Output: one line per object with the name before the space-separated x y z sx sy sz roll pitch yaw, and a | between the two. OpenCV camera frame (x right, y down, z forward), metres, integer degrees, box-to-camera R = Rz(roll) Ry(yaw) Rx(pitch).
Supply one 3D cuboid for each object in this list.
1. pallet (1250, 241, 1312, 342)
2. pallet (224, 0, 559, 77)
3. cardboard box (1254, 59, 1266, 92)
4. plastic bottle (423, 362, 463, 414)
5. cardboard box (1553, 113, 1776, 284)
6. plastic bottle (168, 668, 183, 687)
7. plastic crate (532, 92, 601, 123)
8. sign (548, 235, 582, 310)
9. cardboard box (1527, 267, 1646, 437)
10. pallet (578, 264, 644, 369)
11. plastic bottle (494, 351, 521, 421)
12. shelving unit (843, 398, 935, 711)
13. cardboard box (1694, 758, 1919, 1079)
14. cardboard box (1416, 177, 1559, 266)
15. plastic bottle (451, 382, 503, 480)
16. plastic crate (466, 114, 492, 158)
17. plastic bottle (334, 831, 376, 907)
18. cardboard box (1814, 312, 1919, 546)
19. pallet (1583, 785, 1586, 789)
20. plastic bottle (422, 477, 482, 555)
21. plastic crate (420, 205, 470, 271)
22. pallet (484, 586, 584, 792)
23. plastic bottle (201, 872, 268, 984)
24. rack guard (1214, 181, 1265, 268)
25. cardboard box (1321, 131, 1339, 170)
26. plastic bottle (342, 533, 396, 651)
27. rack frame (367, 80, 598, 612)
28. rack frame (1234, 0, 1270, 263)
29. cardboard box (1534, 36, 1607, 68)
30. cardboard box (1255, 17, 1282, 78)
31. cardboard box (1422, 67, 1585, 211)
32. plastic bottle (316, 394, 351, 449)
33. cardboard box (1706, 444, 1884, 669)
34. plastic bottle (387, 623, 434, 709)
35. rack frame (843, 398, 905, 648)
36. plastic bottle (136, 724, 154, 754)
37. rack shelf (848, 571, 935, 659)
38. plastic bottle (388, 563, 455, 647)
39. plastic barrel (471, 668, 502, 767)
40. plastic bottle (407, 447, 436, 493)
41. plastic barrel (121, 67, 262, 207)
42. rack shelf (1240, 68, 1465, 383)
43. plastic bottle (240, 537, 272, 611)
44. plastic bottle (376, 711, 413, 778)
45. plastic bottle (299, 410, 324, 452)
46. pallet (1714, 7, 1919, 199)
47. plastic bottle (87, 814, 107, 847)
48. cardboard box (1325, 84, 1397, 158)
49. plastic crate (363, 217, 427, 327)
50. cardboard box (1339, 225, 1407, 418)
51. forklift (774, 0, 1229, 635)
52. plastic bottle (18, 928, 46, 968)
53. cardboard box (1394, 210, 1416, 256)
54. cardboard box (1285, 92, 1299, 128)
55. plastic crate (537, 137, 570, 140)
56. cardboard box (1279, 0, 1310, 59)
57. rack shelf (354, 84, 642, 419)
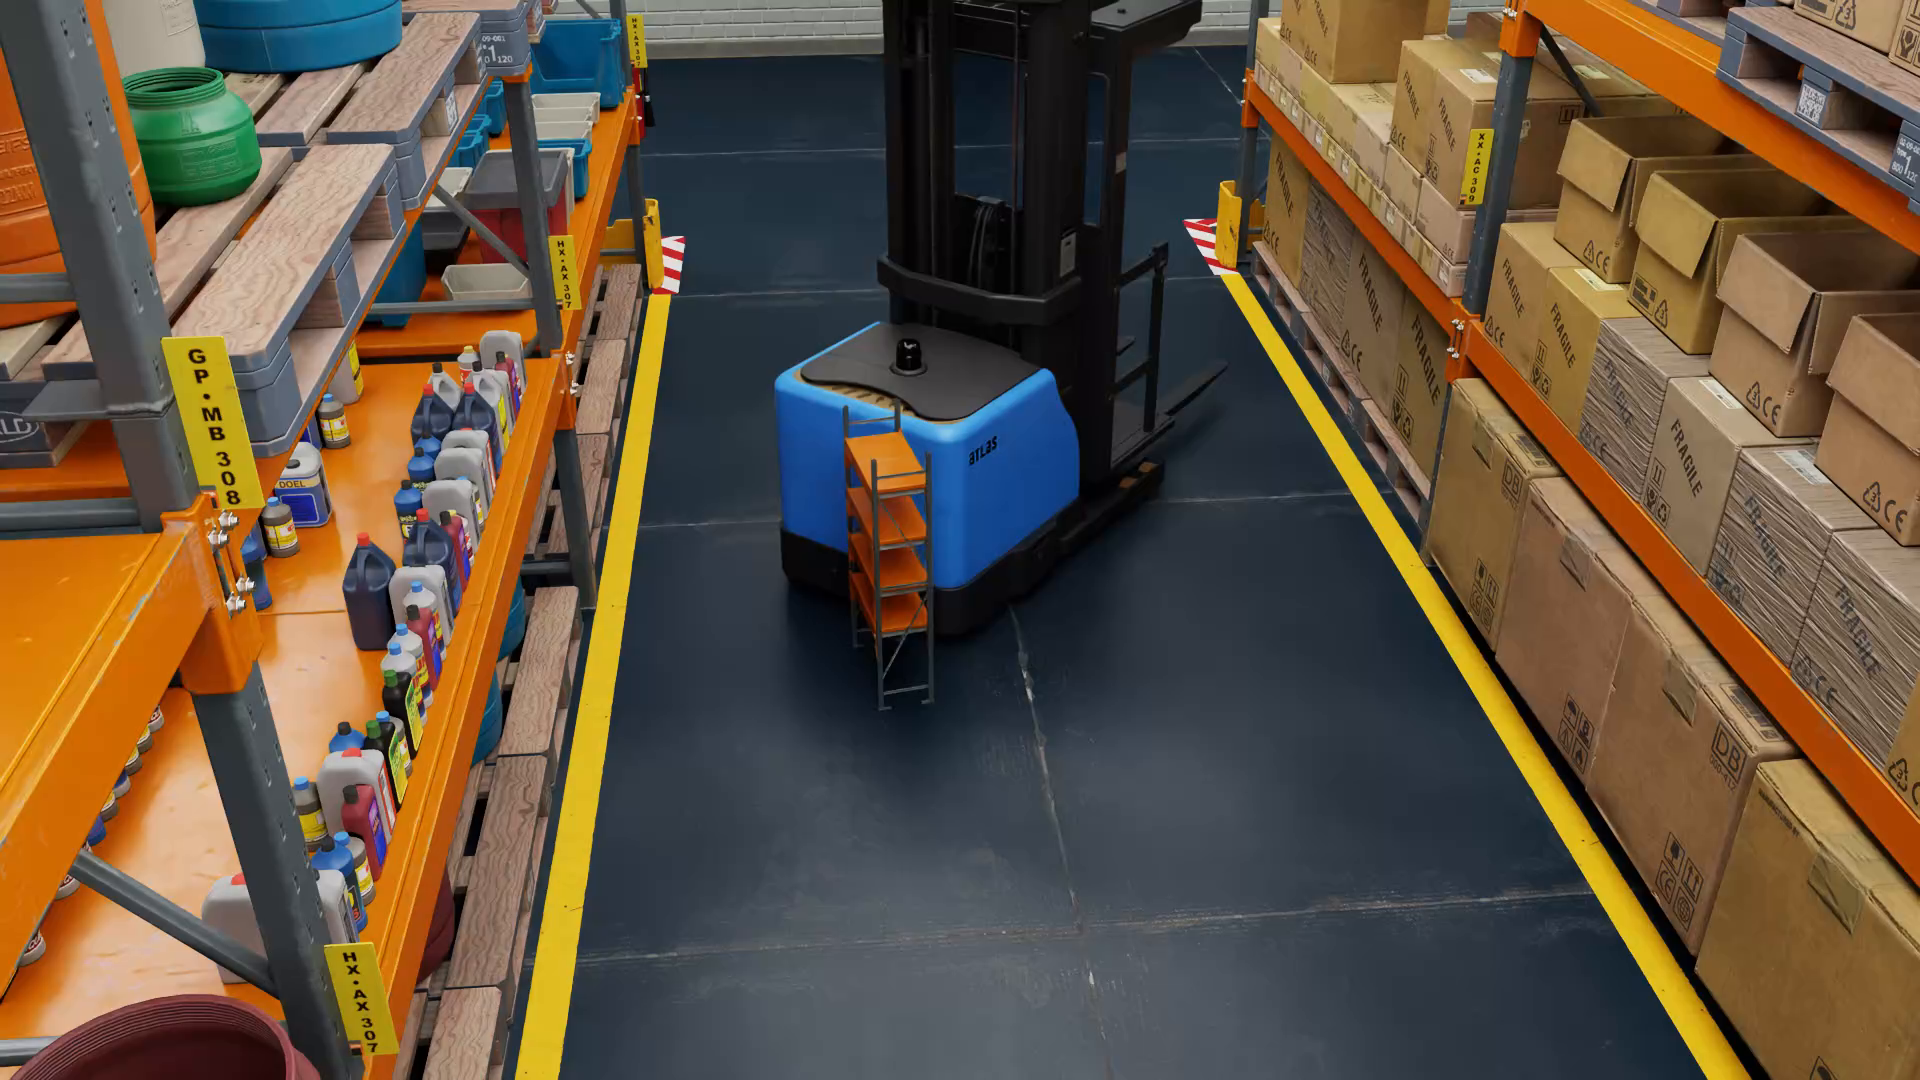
pallet | 2.521 -1.643 10.794 1.003 0.211 1.213 -3 31 -5
pallet | -2.018 -1.776 5.557 1.213 0.211 1.003 -3 31 -5
cardboard box | 2.073 -2.939 10.491 0.380 0.149 0.250 -2 31 -4
plastic bottle | -1.921 -0.483 6.182 0.144 0.351 0.185 -3 31 -5
cardboard box | 2.810 -1.350 6.509 0.797 0.503 0.637 -4 31 -6
plastic bottle | -2.358 0.246 4.961 0.144 0.351 0.185 -3 31 -5
plastic crate | -2.306 -2.512 9.729 0.396 0.136 0.243 -3 31 -5
sign | -1.641 -1.109 6.911 0.100 0.325 0.005 -3 31 -5
cardboard box | 2.584 -0.741 6.469 0.500 0.500 0.500 -3 31 -5
pallet | -2.524 -1.387 10.366 1.003 0.211 1.213 -3 31 -5
plastic bottle | -1.763 -0.613 6.465 0.061 0.283 0.133 -3 31 -5
shelving unit | -0.297 0.069 6.965 0.258 1.200 0.503 -9 32 -14
cardboard box | 3.072 1.219 4.947 1.225 0.875 0.875 -4 31 -7
cardboard box | 2.440 -1.478 7.656 0.500 0.250 0.500 -3 31 -6
plastic bottle | -1.760 -0.396 6.035 0.144 0.351 0.185 -3 31 -5
plastic crate | -2.744 -2.147 9.024 0.416 0.233 0.300 -3 31 -5
plastic bottle | -1.527 0.816 4.152 0.097 0.201 0.097 0 31 0
cardboard box | 3.006 -0.340 4.819 0.797 0.503 0.637 -2 31 -3
pallet | 3.007 1.010 6.354 1.003 0.211 1.213 -3 31 -5
plastic bottle | -1.715 -0.095 5.604 0.152 0.276 0.135 -3 31 -5
plastic crate | -2.561 -1.431 7.930 0.437 0.125 0.590 -3 31 -5
pallet | -2.158 0.628 6.992 1.003 0.211 1.213 -3 31 -5
plastic bottle | -1.685 0.902 3.936 0.152 0.276 0.135 -3 31 -5
rack guard | 2.366 -2.183 11.418 1.175 0.500 0.348 -3 31 -5
cardboard box | 2.218 -2.154 9.176 0.380 0.149 0.250 -4 31 -6
plastic bottle | -1.813 0.148 5.124 0.144 0.351 0.185 -3 31 -5
rack frame | -2.189 -0.965 6.940 1.000 3.000 0.127 -3 31 -5
rack frame | 2.369 -3.244 10.756 1.000 3.000 0.127 -3 31 -5
cardboard box | 2.914 -2.096 7.959 0.500 0.500 0.500 -3 31 -5
cardboard box | 2.145 -3.050 10.286 0.500 0.250 0.500 -4 31 -6
cardboard box | 2.433 -1.809 7.479 0.500 0.500 0.500 -2 31 -3
plastic bottle | -2.368 -0.453 6.278 0.097 0.201 0.097 0 31 0
cardboard box | 2.731 0.037 5.165 0.500 0.500 0.500 -4 31 -6
plastic bottle | -1.604 0.364 4.841 0.097 0.271 0.097 0 31 0
rack frame | -0.366 -0.051 7.166 0.240 1.200 0.015 -9 32 -14
plastic bottle | -2.347 0.501 4.680 0.097 0.201 0.097 0 31 0
rack shelf | -0.297 0.297 7.101 0.258 0.148 0.480 -9 32 -14
plastic bottle | -1.663 0.186 5.134 0.152 0.276 0.135 -3 31 -5
plastic barrel | -2.089 0.396 6.299 0.600 0.901 0.708 -3 31 -5
plastic bottle | -1.859 -0.196 5.778 0.097 0.271 0.097 0 31 0
plastic barrel | -1.685 -0.876 3.608 0.294 0.245 0.294 0 31 0
rack shelf | 2.555 -1.914 9.231 1.077 0.370 4.000 -3 31 -5
plastic bottle | -2.272 0.089 5.301 0.097 0.271 0.097 0 31 0
plastic bottle | -1.573 0.562 4.578 0.097 0.201 0.097 0 31 0
plastic bottle | -2.491 -0.470 6.233 0.152 0.276 0.135 -3 31 -5
pallet | 2.896 -1.263 4.699 1.003 0.211 1.213 -1 31 -2
plastic bottle | -2.310 0.670 4.329 0.097 0.271 0.097 0 31 0
cardboard box | 2.297 -2.262 8.967 0.500 0.250 0.500 -3 31 -6
plastic crate | -2.572 -1.206 7.300 0.392 0.384 0.575 -3 31 -5
cardboard box | 2.676 -1.270 9.114 0.875 0.875 0.875 -3 31 -5
forklift | 0.407 -1.542 7.973 1.130 2.935 3.031 19 36 29
plastic bottle | -2.270 0.917 3.983 0.097 0.201 0.097 0 31 0
cardboard box | 2.340 -1.497 8.075 0.380 0.149 0.250 -3 31 -5
cardboard box | 2.148 -2.545 9.830 0.380 0.149 0.250 -3 31 -5
plastic crate | -2.197 -2.072 8.992 0.298 0.136 0.250 -3 31 -5
cardboard box | 2.191 -3.116 9.667 0.500 0.500 0.500 -3 31 -6
rack shelf | -2.376 -1.677 8.834 1.077 0.370 4.000 -3 31 -5
